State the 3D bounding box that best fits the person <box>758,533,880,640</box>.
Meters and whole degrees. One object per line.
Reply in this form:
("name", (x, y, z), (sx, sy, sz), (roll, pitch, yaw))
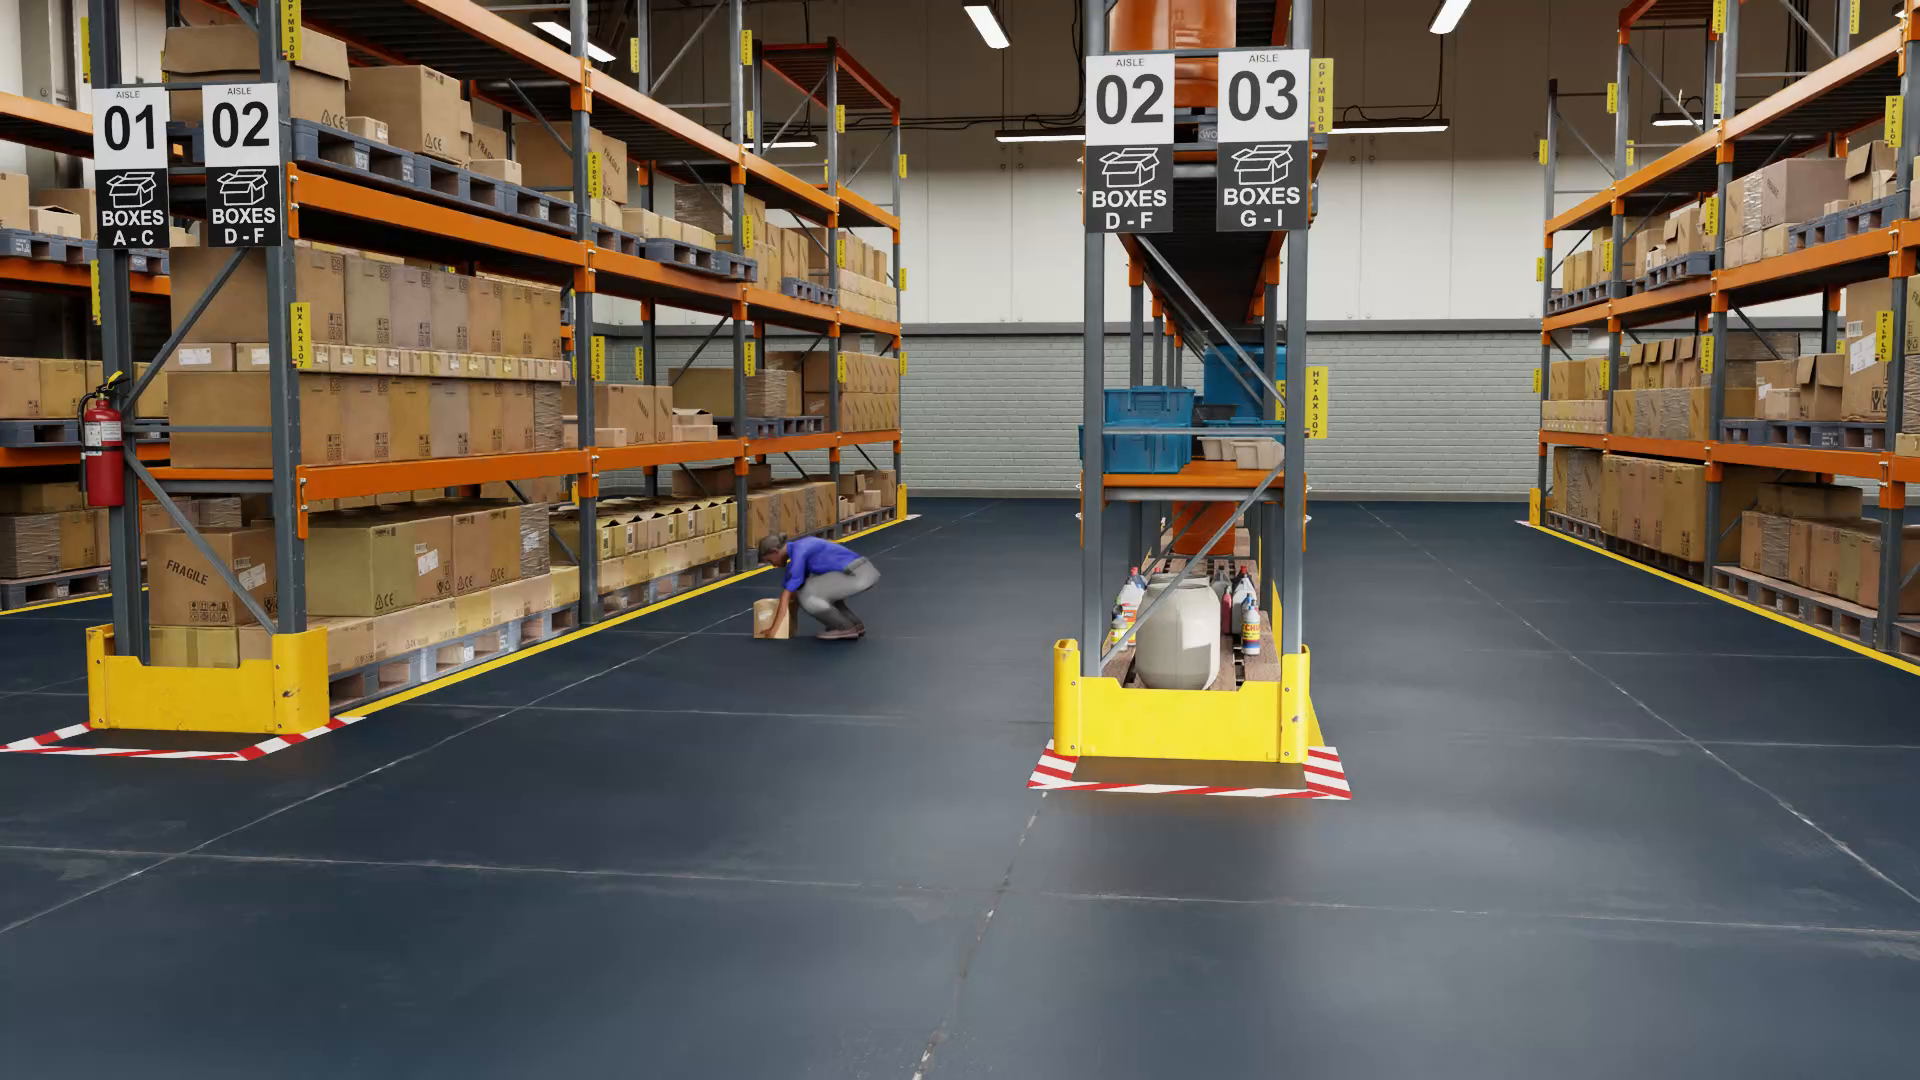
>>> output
("person", (-0.994, 0.331, 11.727), (0.843, 0.768, 0.461), (1, 5, 7))
